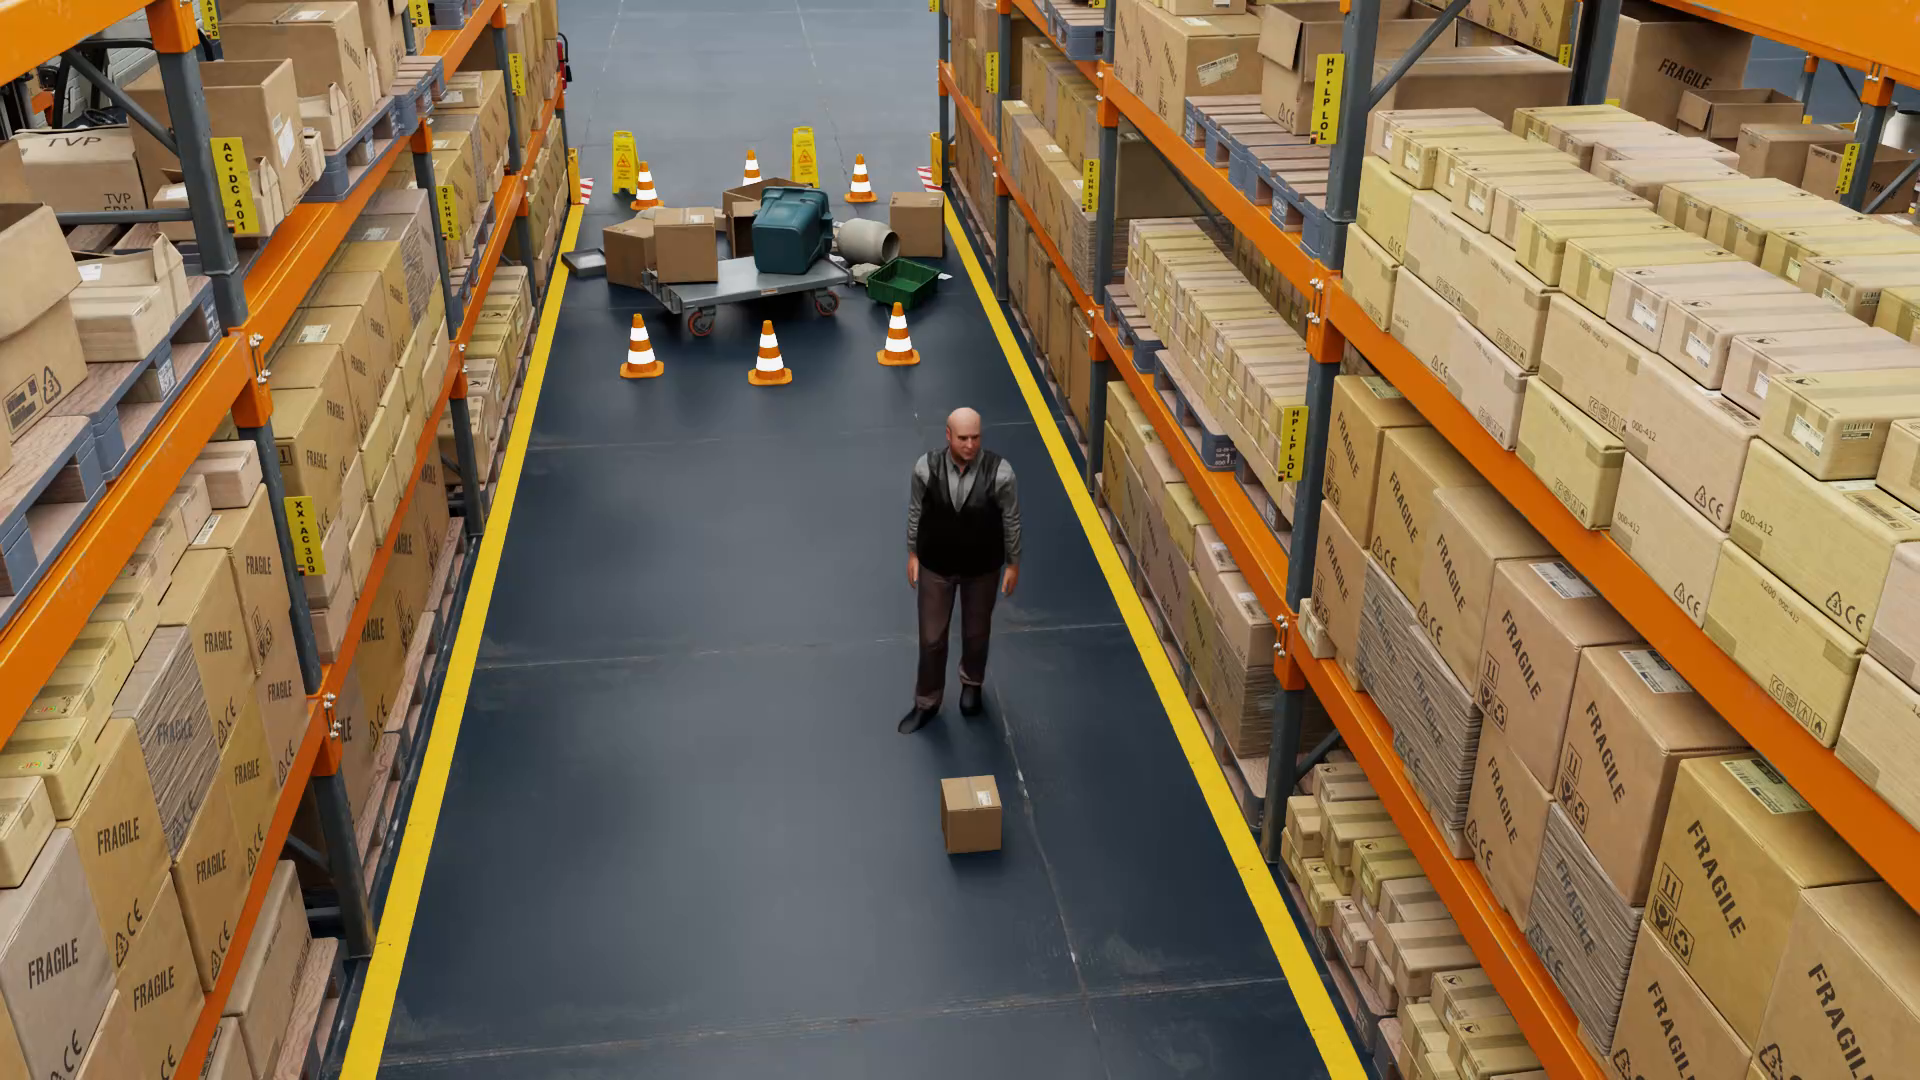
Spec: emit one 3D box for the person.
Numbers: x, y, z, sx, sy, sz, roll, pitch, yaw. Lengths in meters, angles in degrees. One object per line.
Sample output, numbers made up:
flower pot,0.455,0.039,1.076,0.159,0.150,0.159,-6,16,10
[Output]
person,-0.001,0.149,8.381,0.622,1.769,0.499,2,27,4
